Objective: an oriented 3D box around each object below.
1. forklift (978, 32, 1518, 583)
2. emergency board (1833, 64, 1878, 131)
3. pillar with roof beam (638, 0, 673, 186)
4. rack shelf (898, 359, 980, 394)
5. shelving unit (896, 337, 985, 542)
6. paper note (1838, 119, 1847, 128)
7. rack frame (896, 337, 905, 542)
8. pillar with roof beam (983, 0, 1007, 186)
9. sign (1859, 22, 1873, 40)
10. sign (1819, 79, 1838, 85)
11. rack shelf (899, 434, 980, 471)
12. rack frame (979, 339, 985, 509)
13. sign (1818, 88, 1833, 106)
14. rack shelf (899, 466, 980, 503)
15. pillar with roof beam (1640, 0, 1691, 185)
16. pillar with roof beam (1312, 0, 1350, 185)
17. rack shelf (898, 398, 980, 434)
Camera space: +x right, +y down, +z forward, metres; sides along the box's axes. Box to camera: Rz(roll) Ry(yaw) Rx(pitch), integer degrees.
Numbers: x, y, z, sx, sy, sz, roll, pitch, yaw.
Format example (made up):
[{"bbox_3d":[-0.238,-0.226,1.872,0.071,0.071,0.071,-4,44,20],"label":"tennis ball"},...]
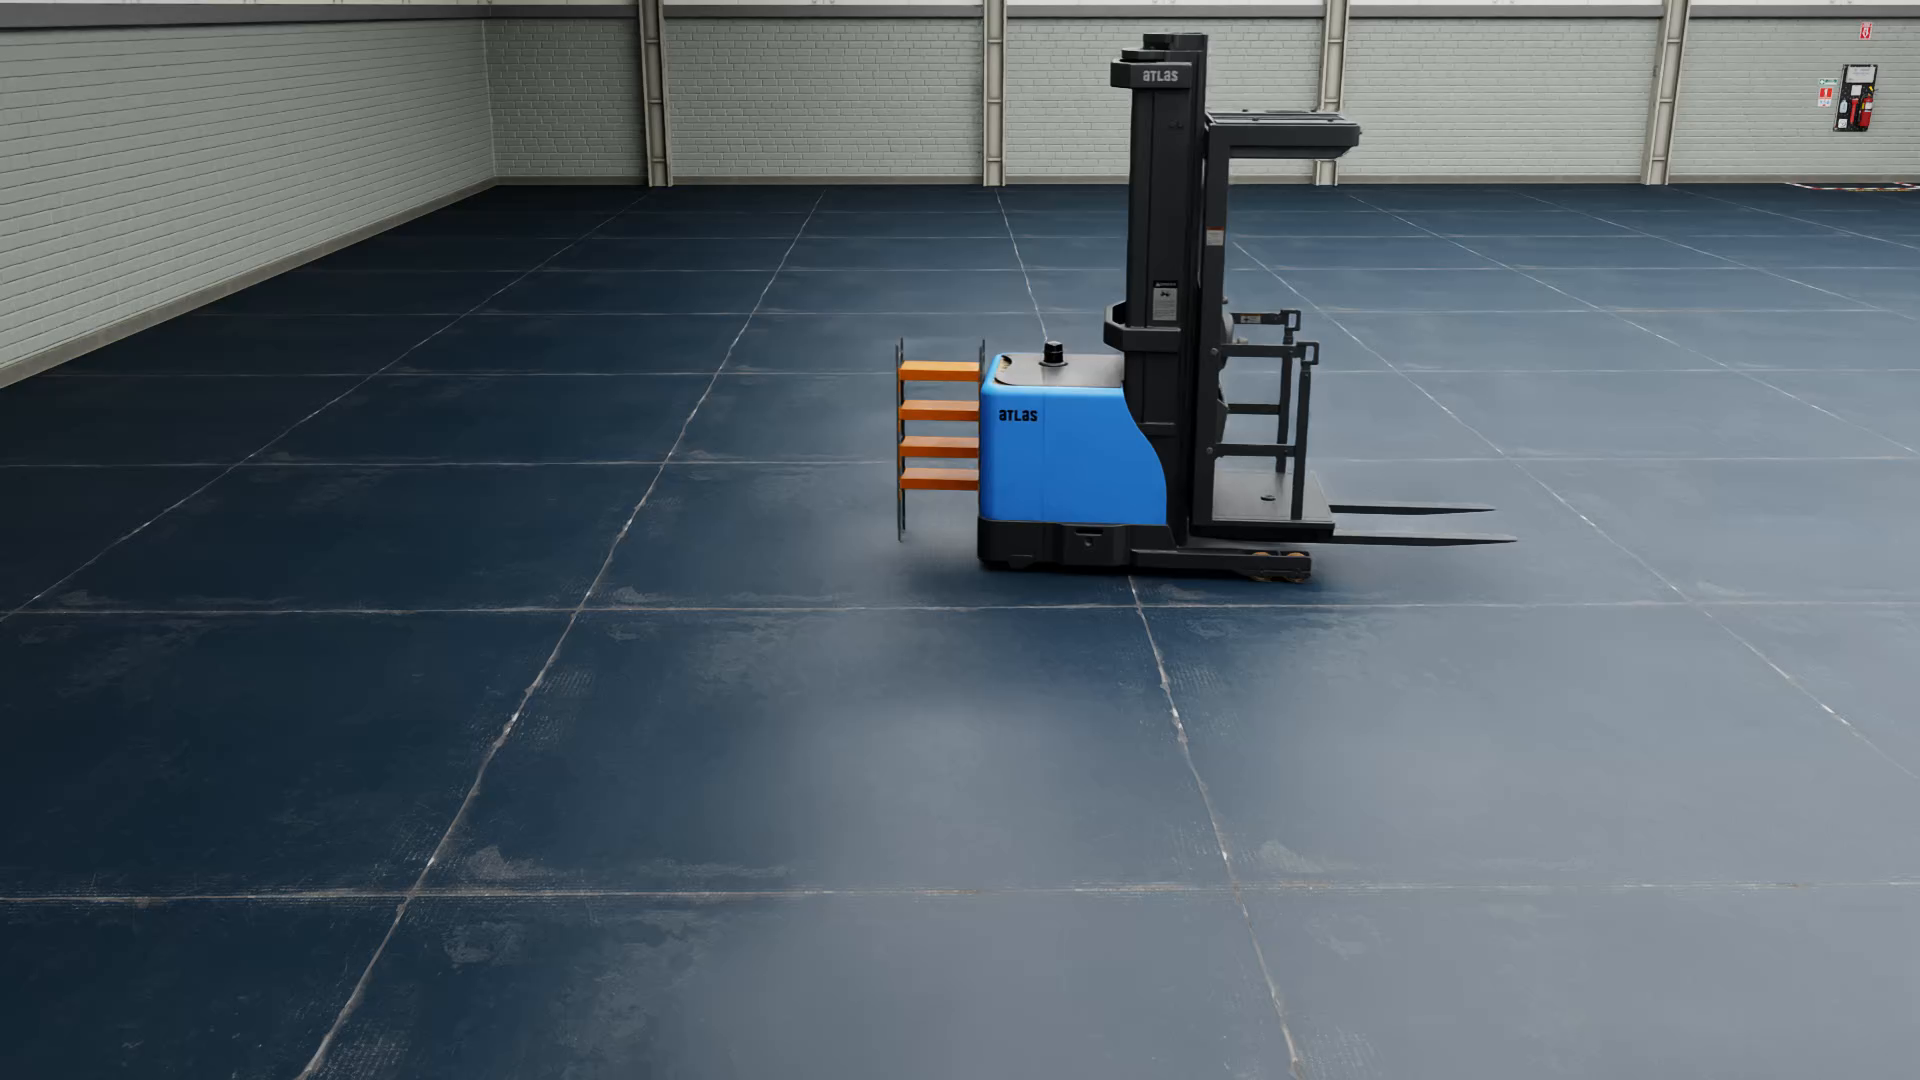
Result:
[{"bbox_3d":[1.649,-1.326,9.384,3.031,2.935,1.130,2,18,5],"label":"forklift"},{"bbox_3d":[16.139,-7.932,29.865,0.643,1.169,0.194,0,18,-1],"label":"emergency board"},{"bbox_3d":[-5.319,-9.359,24.490,0.400,9.000,9.100,0,18,-1],"label":"pillar with roof beam"},{"bbox_3d":[-0.112,-0.963,9.799,0.480,0.148,0.258,2,18,5],"label":"rack shelf"},{"bbox_3d":[-0.112,-0.589,9.919,0.503,1.200,0.258,2,18,5],"label":"shelving unit"},{"bbox_3d":[15.961,-7.533,30.062,0.142,0.148,0.016,0,18,-1],"label":"paper note"},{"bbox_3d":[-0.355,-0.596,9.941,0.015,1.200,0.240,2,18,5],"label":"rack frame"},{"bbox_3d":[0.681,-9.388,24.580,0.400,9.000,9.100,0,18,-1],"label":"pillar with roof beam"},{"bbox_3d":[16.129,-9.067,29.605,0.199,0.298,0.001,0,18,-1],"label":"sign"},{"bbox_3d":[15.589,-8.228,29.860,0.331,0.109,0.001,0,18,-1],"label":"sign"},{"bbox_3d":[-0.112,-0.525,9.939,0.480,0.148,0.258,2,18,5],"label":"rack shelf"},{"bbox_3d":[0.131,-0.582,9.897,0.015,1.200,0.240,2,18,5],"label":"rack frame"},{"bbox_3d":[15.585,-7.978,29.949,0.234,0.329,0.001,0,18,-1],"label":"sign"},{"bbox_3d":[-0.112,-0.336,10.000,0.480,0.148,0.258,2,18,5],"label":"rack shelf"},{"bbox_3d":[12.679,-9.445,24.760,0.400,9.000,9.100,0,18,-1],"label":"pillar with roof beam"},{"bbox_3d":[6.680,-9.417,24.670,0.400,9.000,9.100,0,18,-1],"label":"pillar with roof beam"},{"bbox_3d":[-0.112,-0.738,9.871,0.480,0.148,0.258,2,18,5],"label":"rack shelf"}]
